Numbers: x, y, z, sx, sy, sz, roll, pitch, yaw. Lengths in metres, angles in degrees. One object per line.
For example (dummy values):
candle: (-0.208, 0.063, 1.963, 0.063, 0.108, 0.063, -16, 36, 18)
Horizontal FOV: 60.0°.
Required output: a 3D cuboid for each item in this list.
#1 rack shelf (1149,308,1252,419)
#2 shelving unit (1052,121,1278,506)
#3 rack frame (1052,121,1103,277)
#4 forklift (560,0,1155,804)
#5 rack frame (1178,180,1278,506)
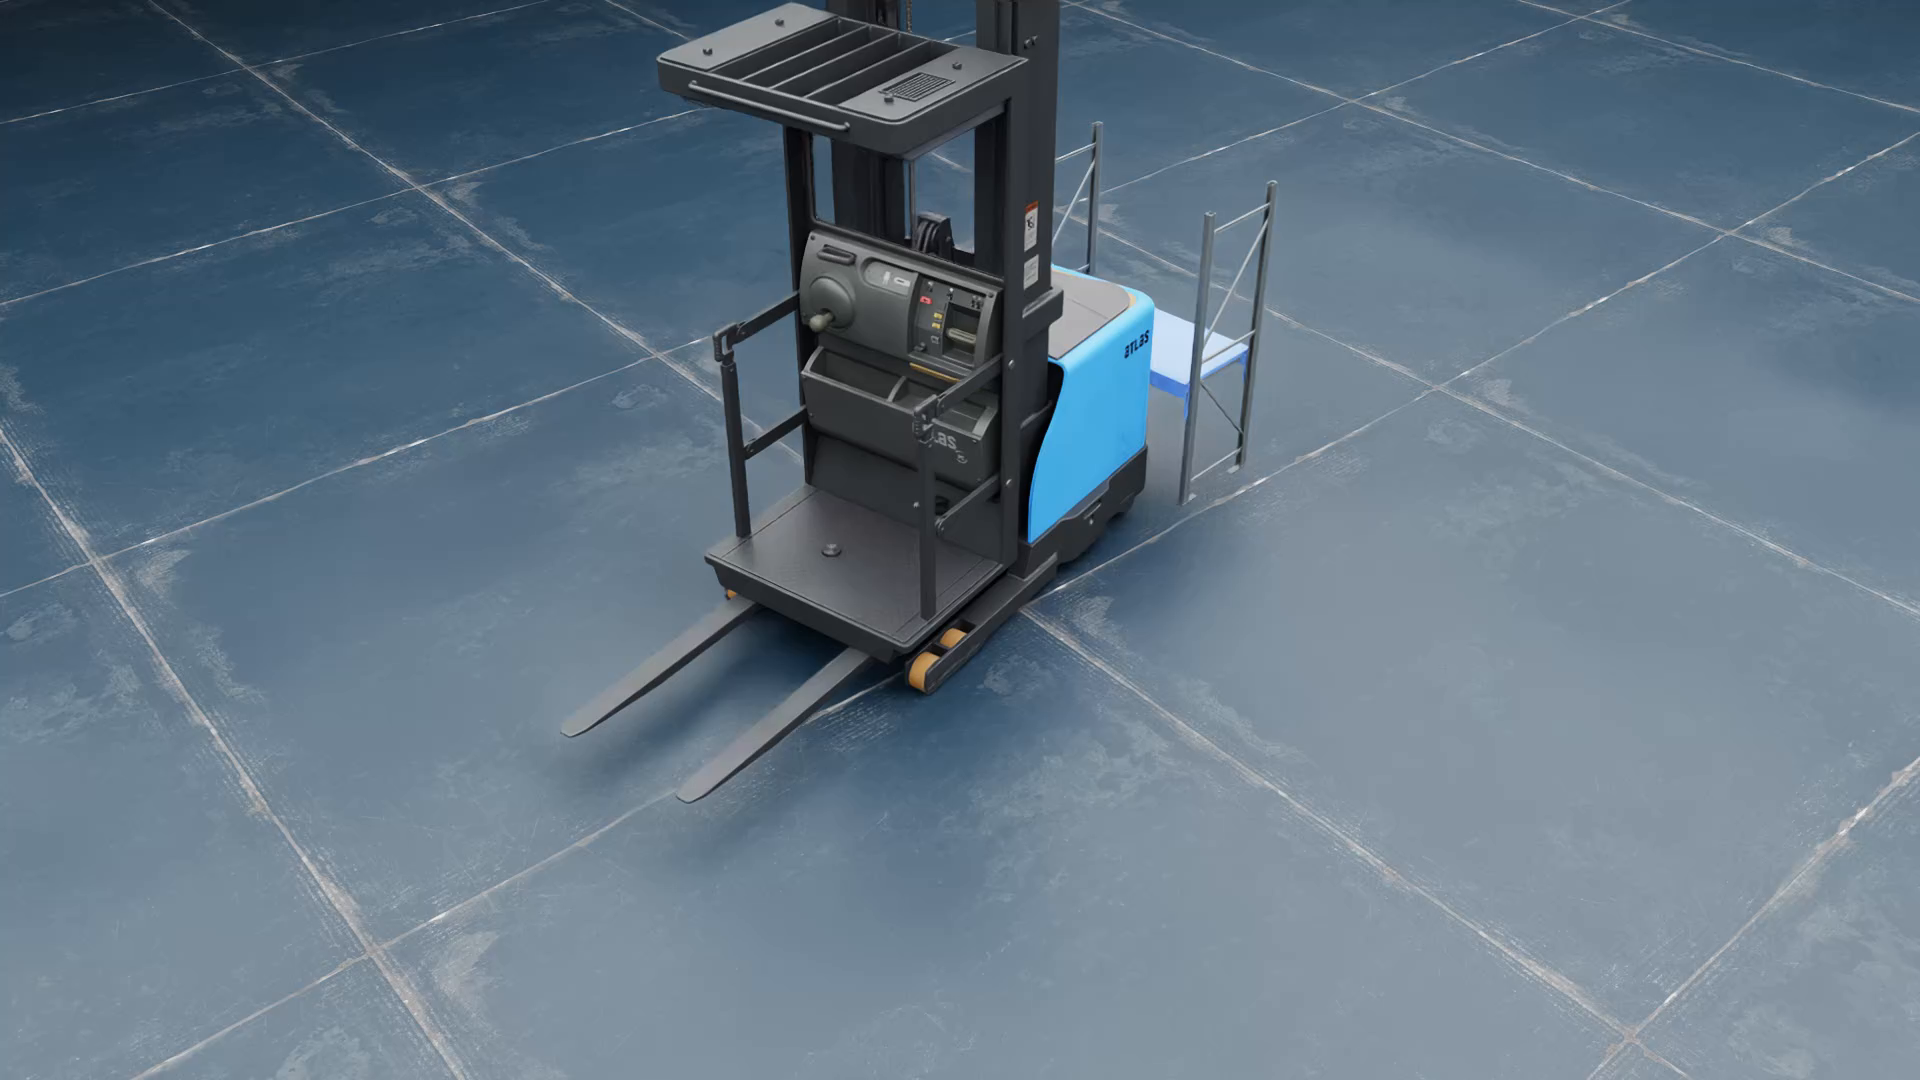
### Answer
rack shelf: (0.868, -0.942, 8.094, 1.000, 0.185, 0.538, 29, 45, 35)
shelving unit: (0.868, -1.089, 7.990, 1.048, 1.500, 0.538, 29, 45, 35)
rack frame: (0.503, -1.293, 8.279, 0.032, 1.500, 0.500, 29, 45, 35)
forklift: (-0.376, -0.885, 6.464, 1.130, 2.935, 3.031, 22, 41, 28)
rack frame: (1.233, -0.885, 7.701, 0.032, 1.500, 0.500, 29, 45, 35)
